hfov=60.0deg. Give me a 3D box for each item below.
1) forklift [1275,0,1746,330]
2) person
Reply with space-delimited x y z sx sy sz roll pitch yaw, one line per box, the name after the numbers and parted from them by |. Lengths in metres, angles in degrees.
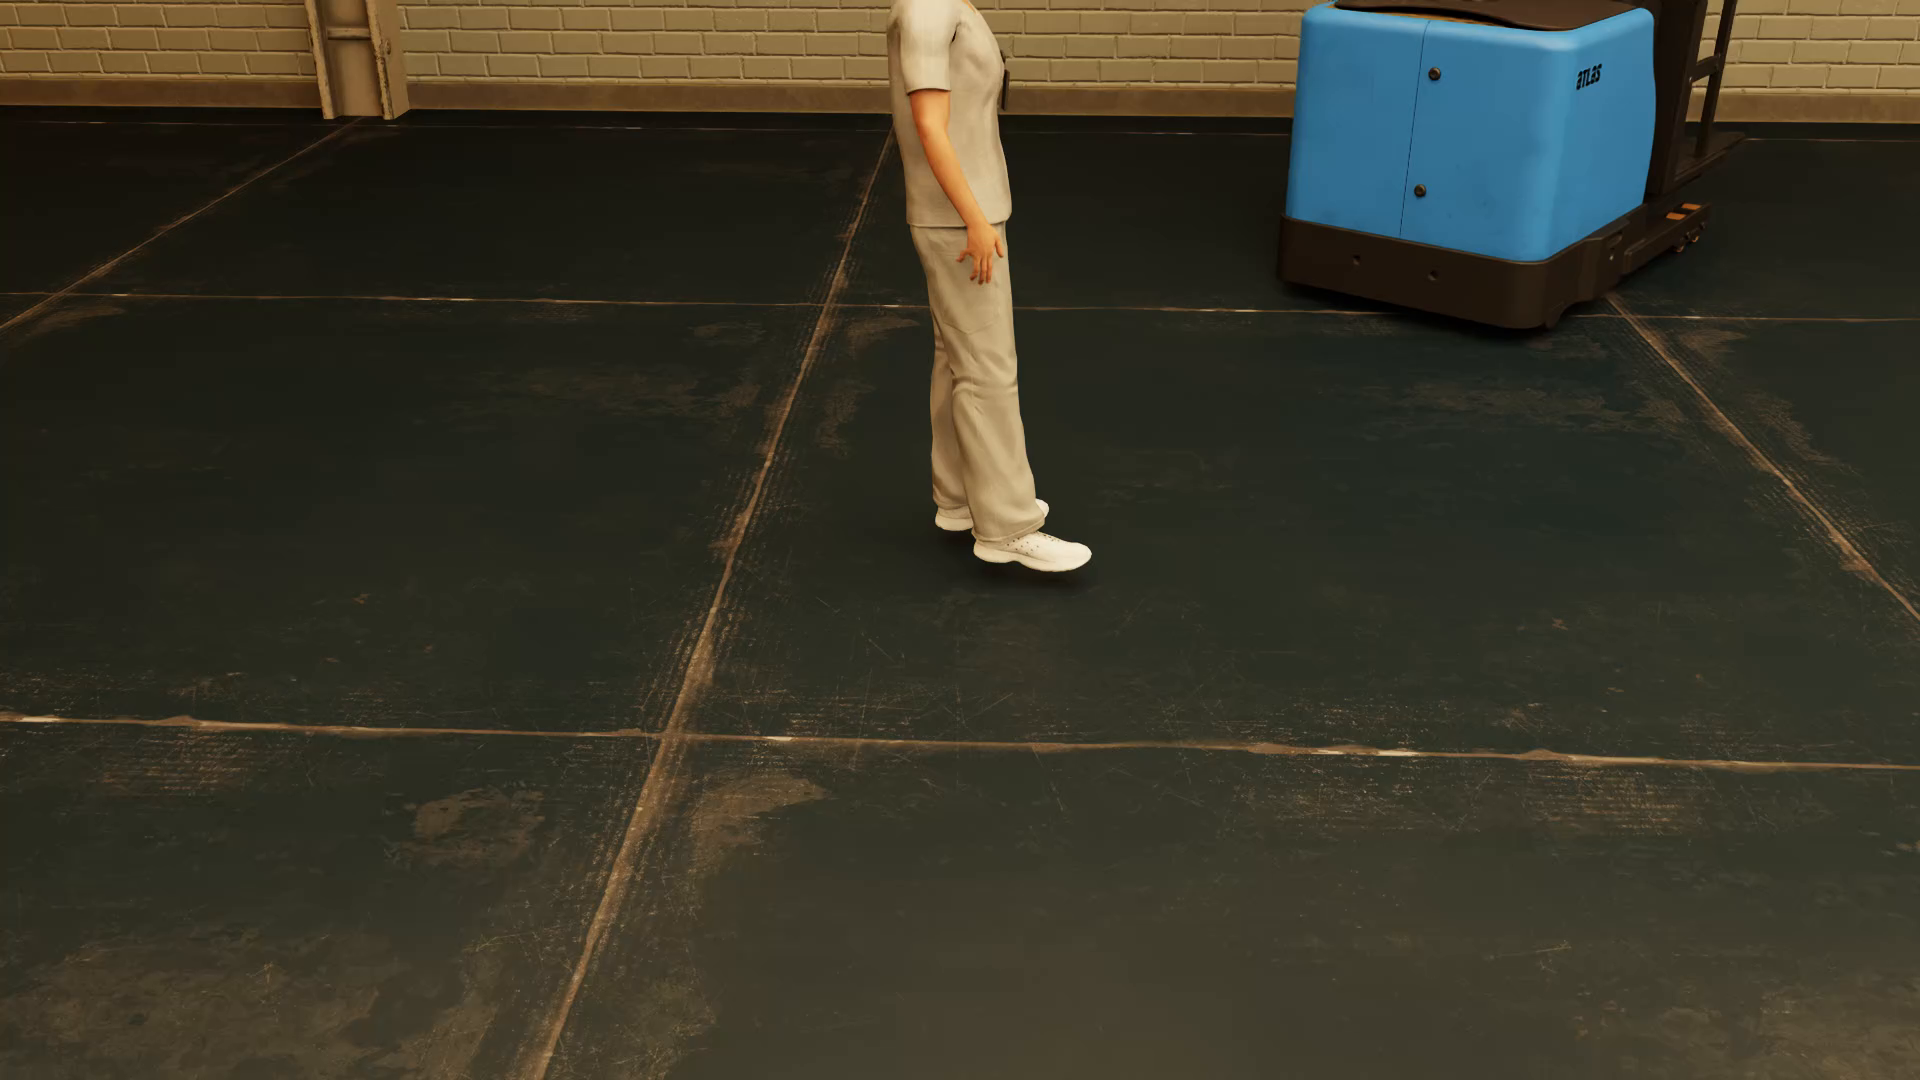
2.544 -2.639 6.559 1.130 2.935 3.031 20 33 35 | forklift
0.072 -0.787 4.115 0.549 1.675 0.550 1 26 2 | person
